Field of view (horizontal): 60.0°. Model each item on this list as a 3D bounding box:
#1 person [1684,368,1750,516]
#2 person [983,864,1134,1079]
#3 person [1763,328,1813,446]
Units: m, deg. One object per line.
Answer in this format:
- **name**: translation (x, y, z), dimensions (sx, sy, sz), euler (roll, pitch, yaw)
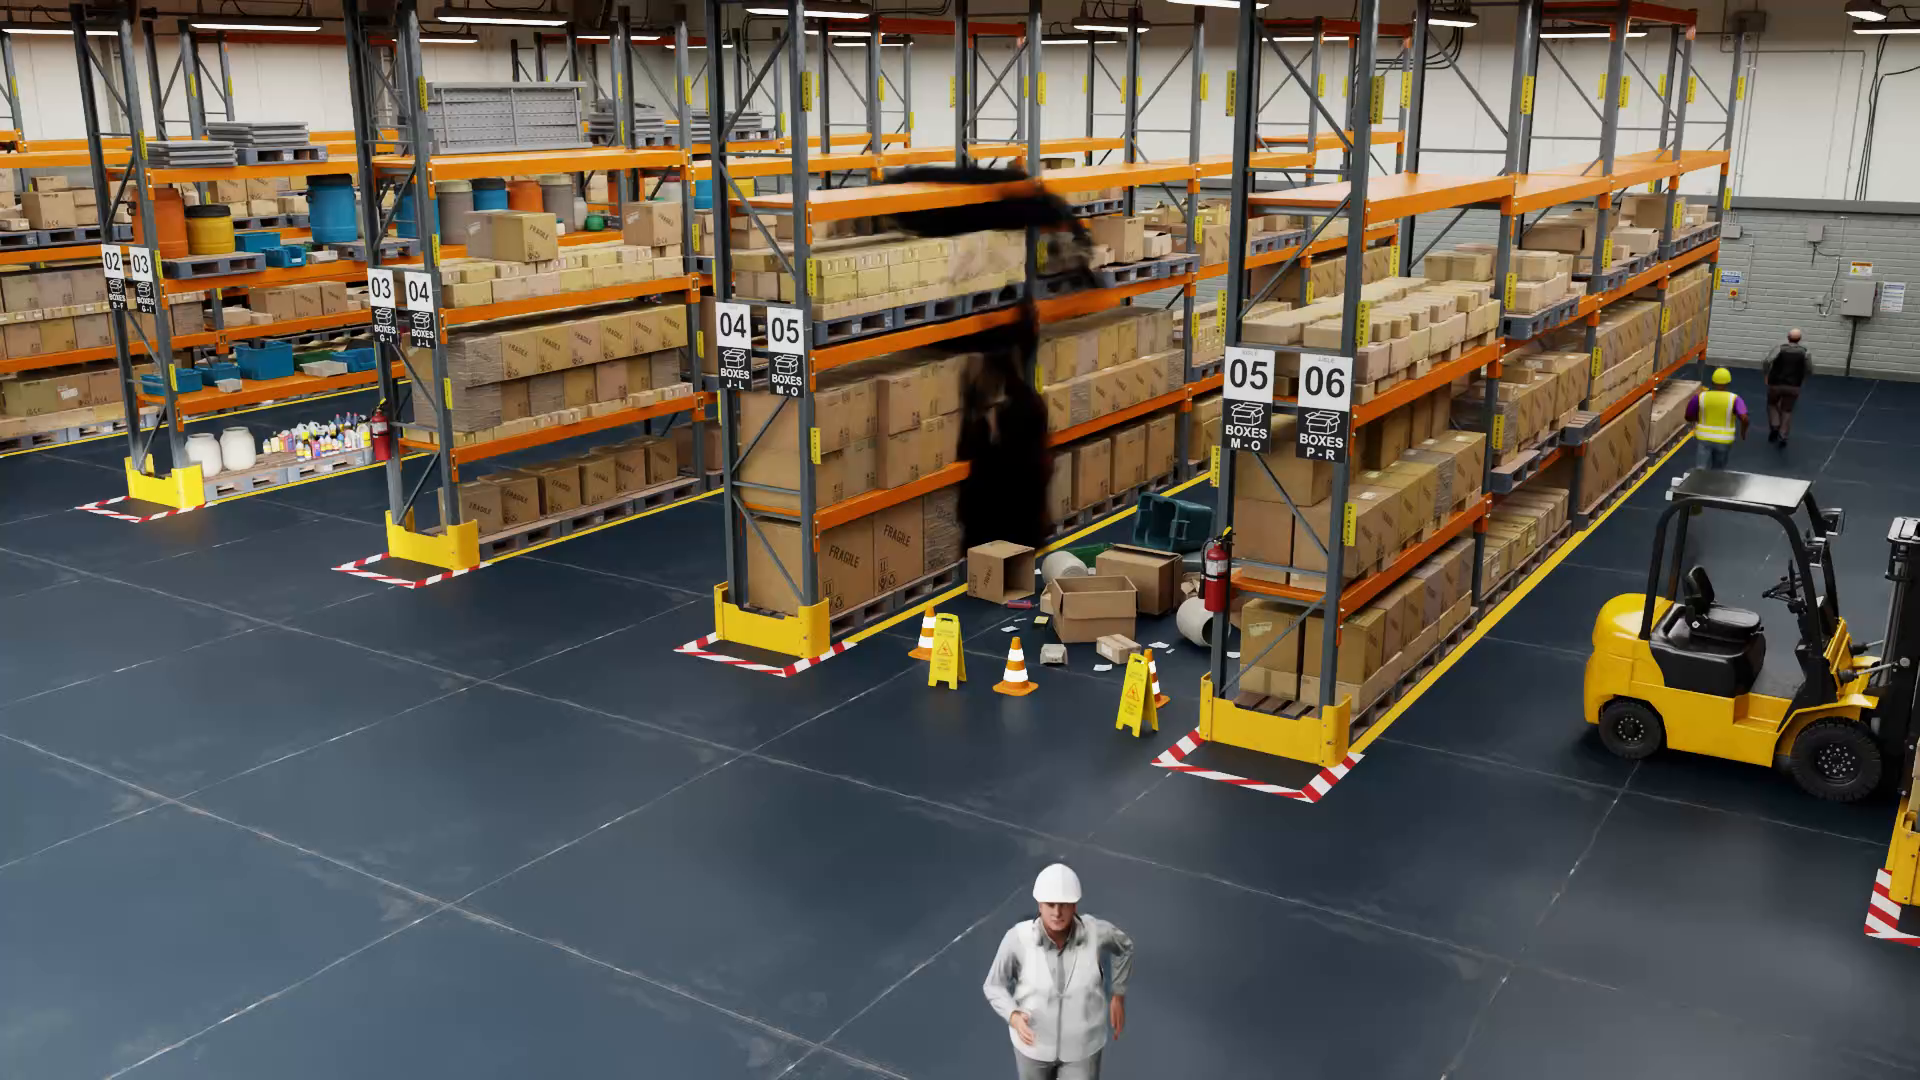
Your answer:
- **person**: translation (8.898, -1.175, 19.624), dimensions (0.707, 1.743, 0.985), euler (8, 17, 25)
- **person**: translation (0.454, 2.314, 7.678), dimensions (0.690, 1.818, 0.923), euler (1, 16, 3)
- **person**: translation (11.934, -2.197, 24.080), dimensions (0.669, 1.614, 0.618), euler (6, 17, 21)
